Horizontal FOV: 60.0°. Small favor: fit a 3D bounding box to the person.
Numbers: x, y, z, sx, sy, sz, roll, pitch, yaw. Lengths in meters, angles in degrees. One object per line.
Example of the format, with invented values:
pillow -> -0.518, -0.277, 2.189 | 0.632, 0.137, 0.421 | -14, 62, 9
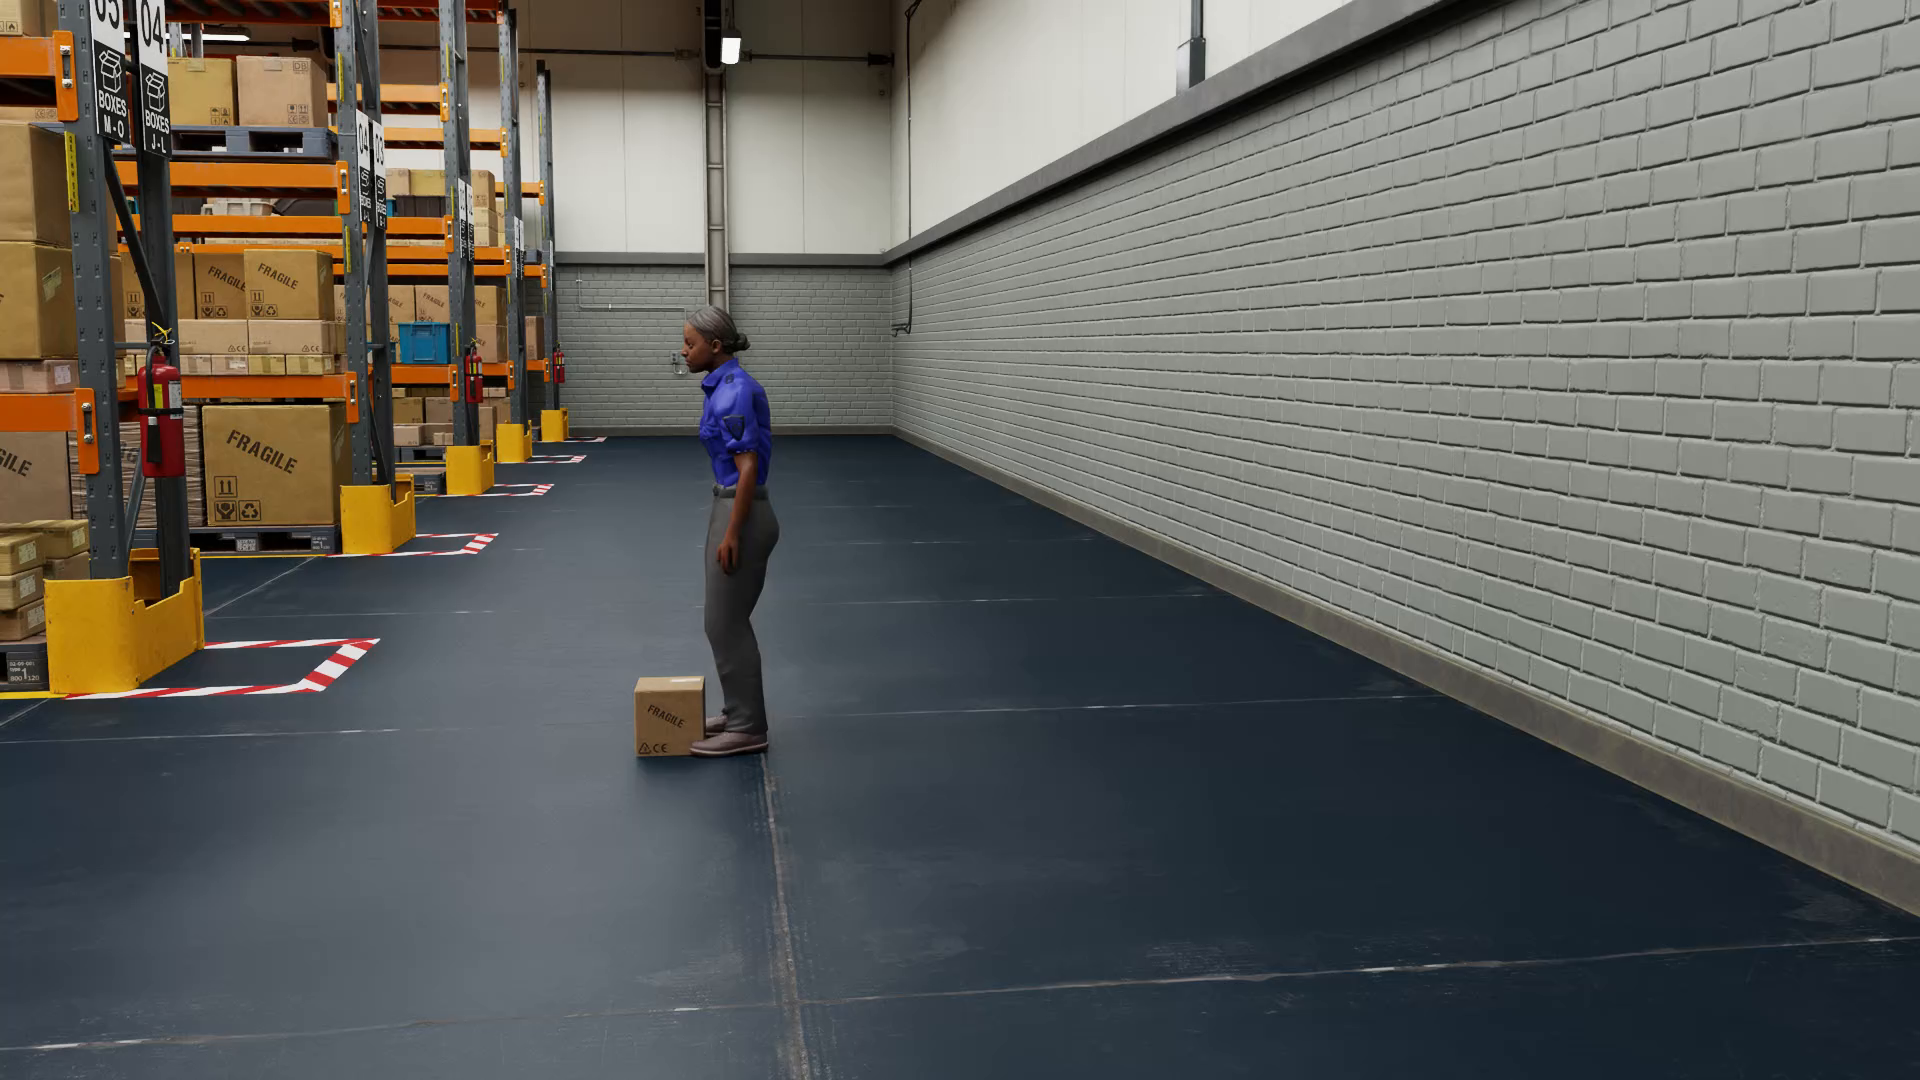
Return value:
person -> -0.858, -0.041, 6.213 | 0.349, 1.655, 0.532 | -1, 7, -12
